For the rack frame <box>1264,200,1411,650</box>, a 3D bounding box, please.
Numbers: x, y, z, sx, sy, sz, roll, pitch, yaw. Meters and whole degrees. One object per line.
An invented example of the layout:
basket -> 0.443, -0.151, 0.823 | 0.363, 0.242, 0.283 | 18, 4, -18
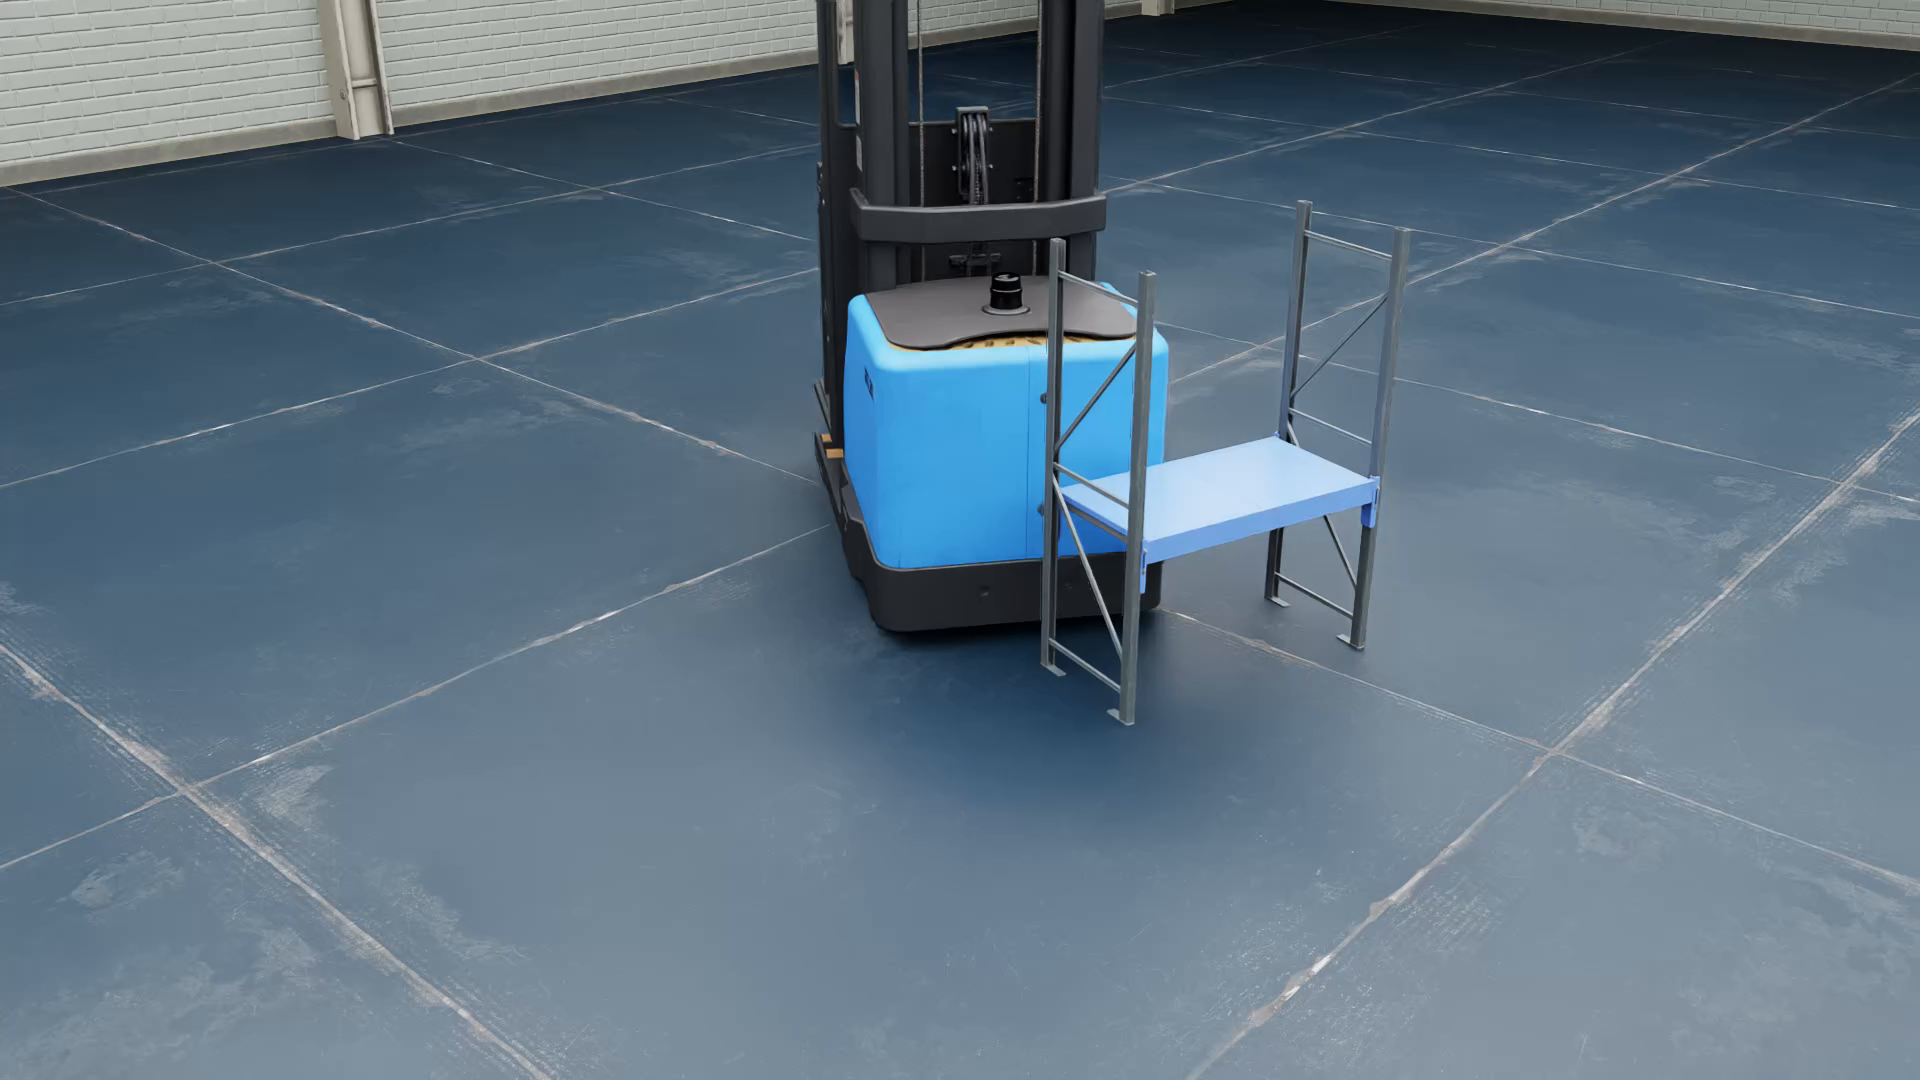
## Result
rack frame -> 1.290, -0.384, 5.774 | 0.032, 1.500, 0.500 | -14, 28, -29

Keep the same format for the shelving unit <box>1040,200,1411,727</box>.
shelving unit -> 0.856, -0.275, 5.531 | 1.048, 1.500, 0.538 | -14, 28, -29

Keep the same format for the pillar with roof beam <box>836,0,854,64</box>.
pillar with roof beam -> 1.920, -8.367, 14.413 | 9.100, 9.000, 0.400 | 20, 31, 38

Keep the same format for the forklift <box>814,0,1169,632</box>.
forklift -> -0.041, -1.589, 6.712 | 1.130, 2.935, 3.031 | -4, 25, -10

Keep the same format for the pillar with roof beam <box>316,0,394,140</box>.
pillar with roof beam -> -2.085, -6.539, 10.336 | 9.100, 9.000, 0.400 | 20, 31, 38

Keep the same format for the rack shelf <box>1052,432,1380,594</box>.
rack shelf -> 0.856, -0.111, 5.604 | 1.000, 0.185, 0.538 | -14, 28, -29

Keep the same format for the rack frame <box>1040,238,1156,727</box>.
rack frame -> 0.423, -0.166, 5.288 | 0.032, 1.500, 0.500 | -14, 28, -29

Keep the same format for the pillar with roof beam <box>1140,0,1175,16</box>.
pillar with roof beam -> 5.924, -10.195, 18.490 | 9.100, 9.000, 0.400 | 20, 31, 38
